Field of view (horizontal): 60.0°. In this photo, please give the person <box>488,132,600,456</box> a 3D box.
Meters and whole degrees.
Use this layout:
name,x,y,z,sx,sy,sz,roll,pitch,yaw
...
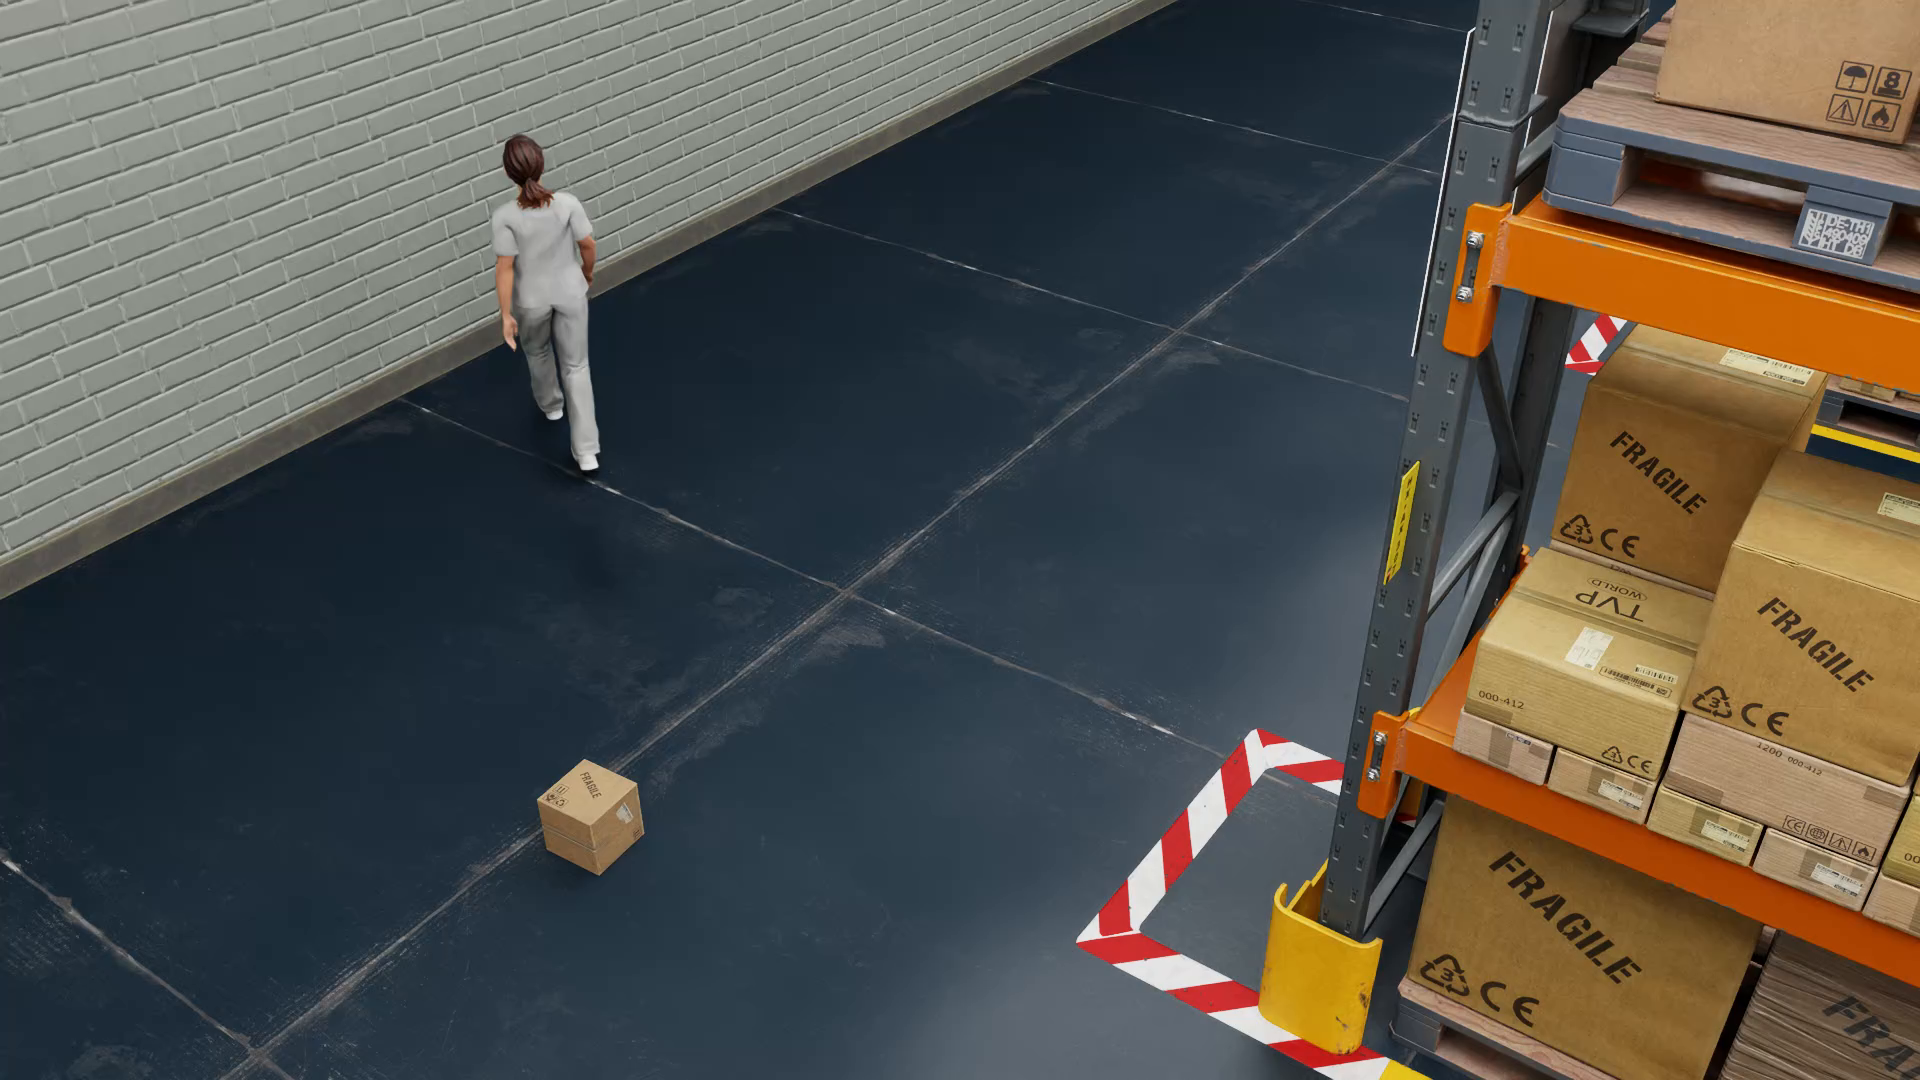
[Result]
name,x,y,z,sx,sy,sz,roll,pitch,yaw
person,-1.962,-1.196,7.887,0.474,1.626,0.885,-10,36,-15
